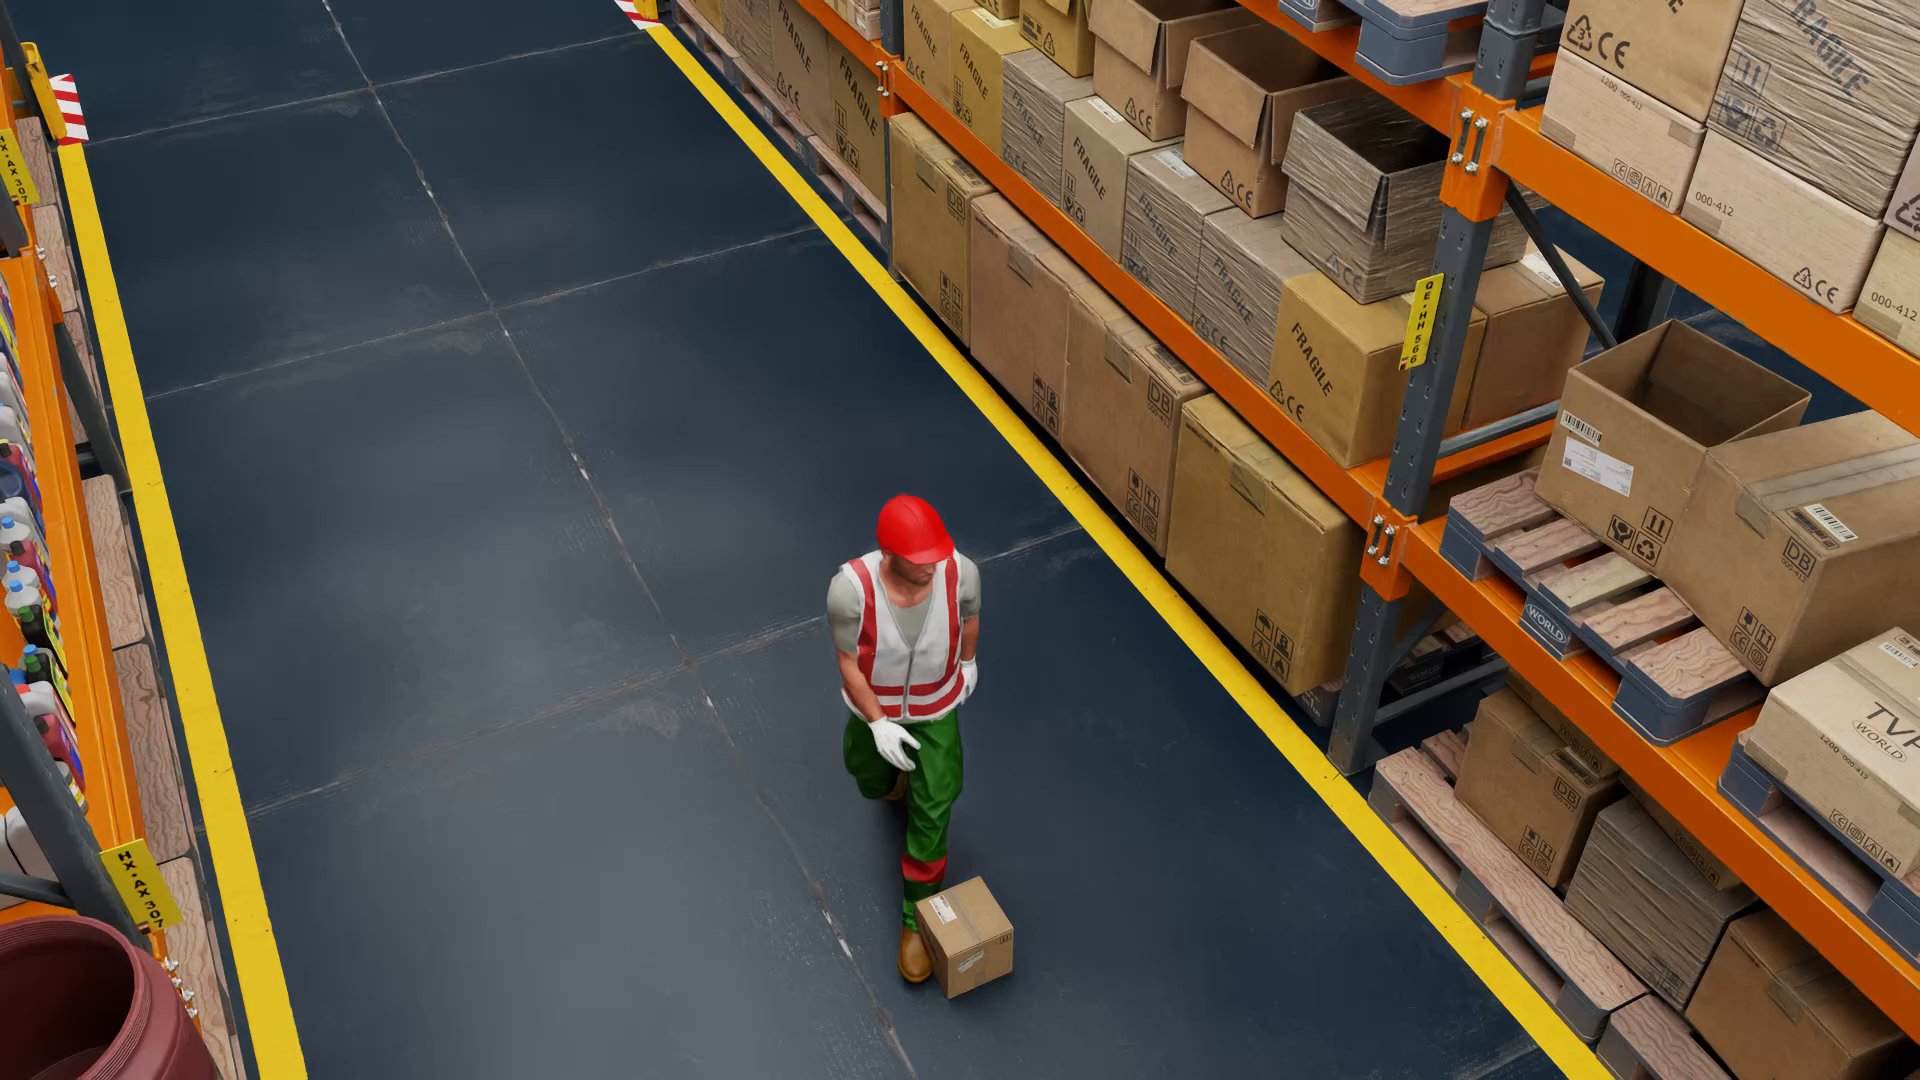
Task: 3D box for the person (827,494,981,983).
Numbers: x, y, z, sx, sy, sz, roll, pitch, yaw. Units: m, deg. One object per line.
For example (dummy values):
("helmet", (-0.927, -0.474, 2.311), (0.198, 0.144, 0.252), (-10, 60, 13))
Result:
("person", (-0.169, 0.572, 5.549), (0.506, 1.713, 1.071), (-3, 41, -3))
